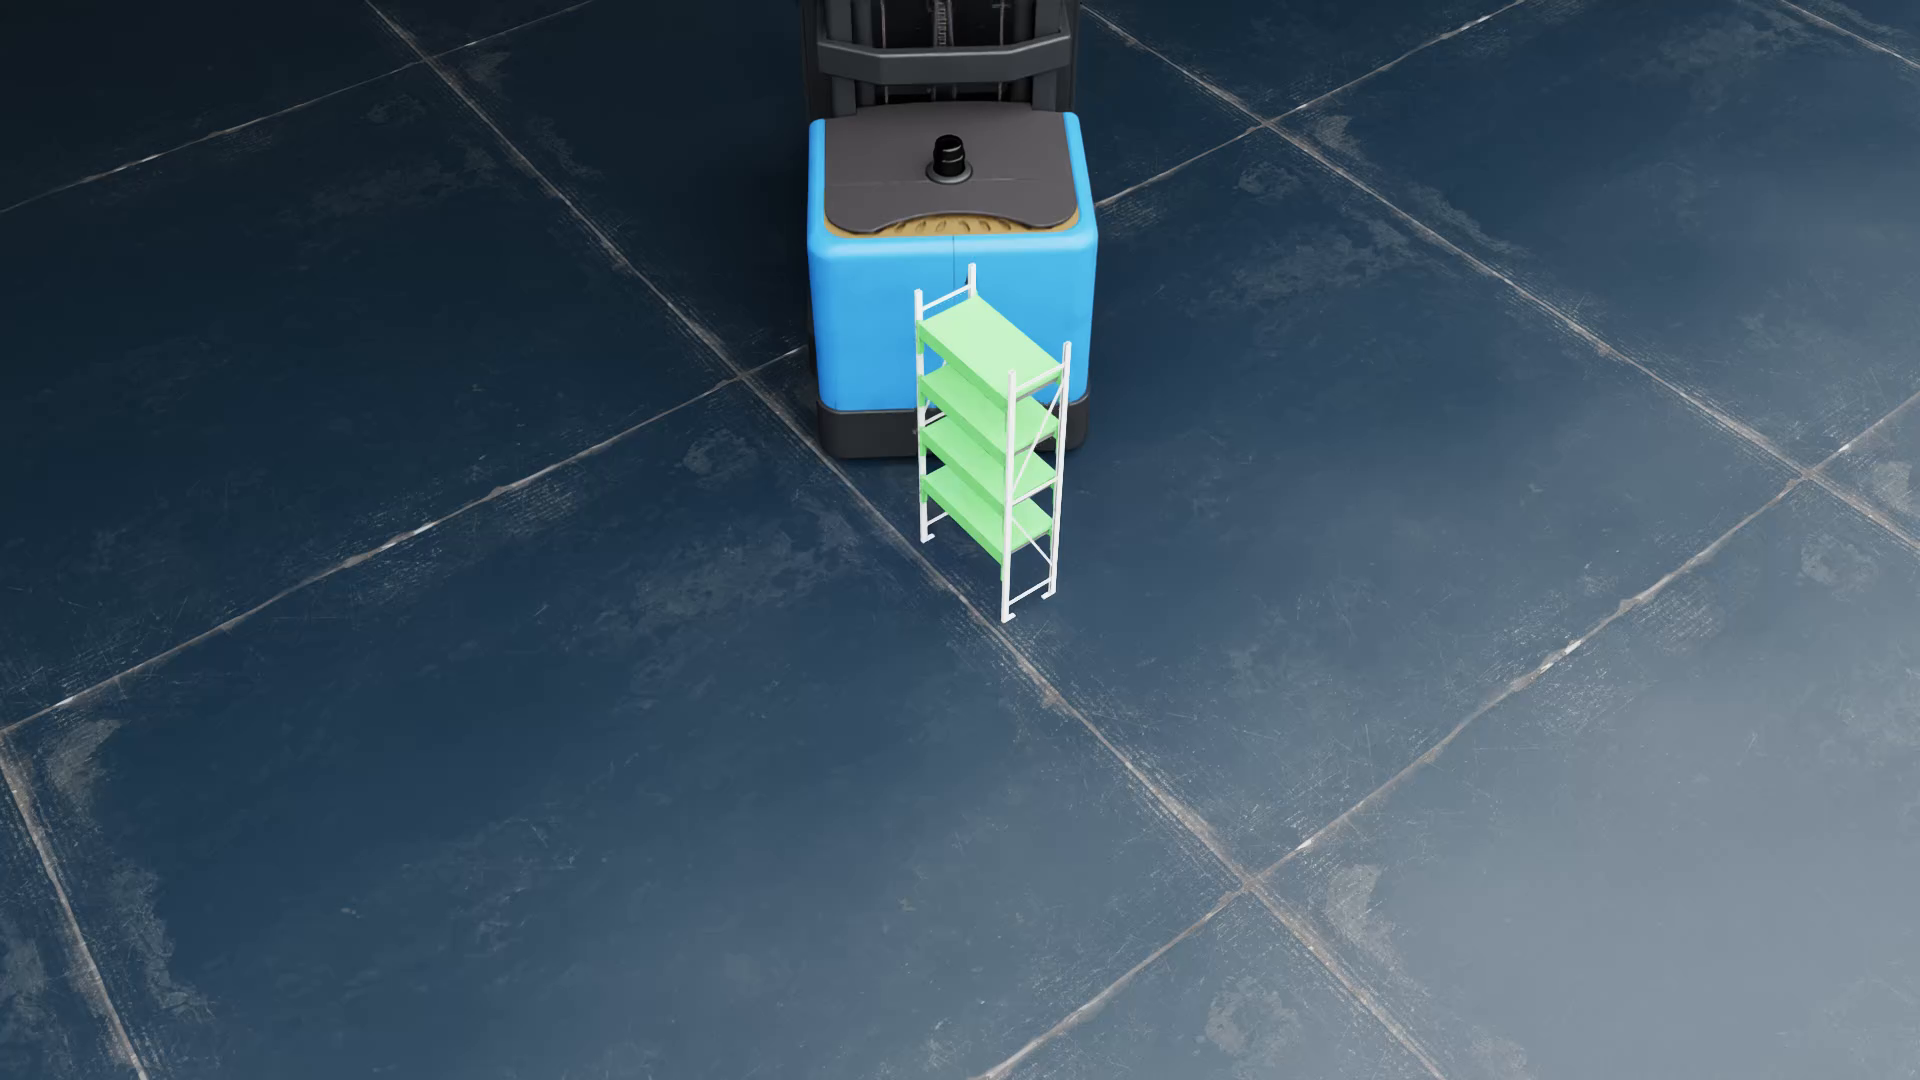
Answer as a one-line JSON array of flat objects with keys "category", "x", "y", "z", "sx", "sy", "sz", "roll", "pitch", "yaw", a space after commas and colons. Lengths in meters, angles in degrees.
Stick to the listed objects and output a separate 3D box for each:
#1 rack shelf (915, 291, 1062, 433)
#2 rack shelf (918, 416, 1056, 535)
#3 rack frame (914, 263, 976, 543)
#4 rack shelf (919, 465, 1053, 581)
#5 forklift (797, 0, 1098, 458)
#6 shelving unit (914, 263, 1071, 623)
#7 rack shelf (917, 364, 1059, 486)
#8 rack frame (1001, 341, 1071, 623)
[{"category": "rack shelf", "x": 0.100, "y": -0.585, "z": 5.409, "sx": 0.258, "sy": 0.148, "sz": 0.480, "roll": -29, "pitch": 54, "yaw": -24}, {"category": "rack shelf", "x": 0.100, "y": -0.262, "z": 5.764, "sx": 0.258, "sy": 0.148, "sz": 0.480, "roll": -29, "pitch": 54, "yaw": -24}, {"category": "rack frame", "x": -0.048, "y": -0.449, "z": 5.847, "sx": 0.240, "sy": 1.200, "sz": 0.015, "roll": -29, "pitch": 54, "yaw": -24}, {"category": "rack shelf", "x": 0.100, "y": -0.101, "z": 5.942, "sx": 0.258, "sy": 0.148, "sz": 0.480, "roll": -29, "pitch": 54, "yaw": -24}, {"category": "forklift", "x": -0.094, "y": -2.388, "z": 6.437, "sx": 1.130, "sy": 2.935, "sz": 3.031, "roll": -2, "pitch": 48, "yaw": -2}, {"category": "shelving unit", "x": 0.100, "y": -0.305, "z": 5.717, "sx": 0.258, "sy": 1.200, "sz": 0.503, "roll": -29, "pitch": 54, "yaw": -24}, {"category": "rack shelf", "x": 0.100, "y": -0.424, "z": 5.587, "sx": 0.258, "sy": 0.148, "sz": 0.480, "roll": -29, "pitch": 54, "yaw": -24}, {"category": "rack frame", "x": 0.248, "y": -0.162, "z": 5.587, "sx": 0.240, "sy": 1.200, "sz": 0.015, "roll": -29, "pitch": 54, "yaw": -24}]
